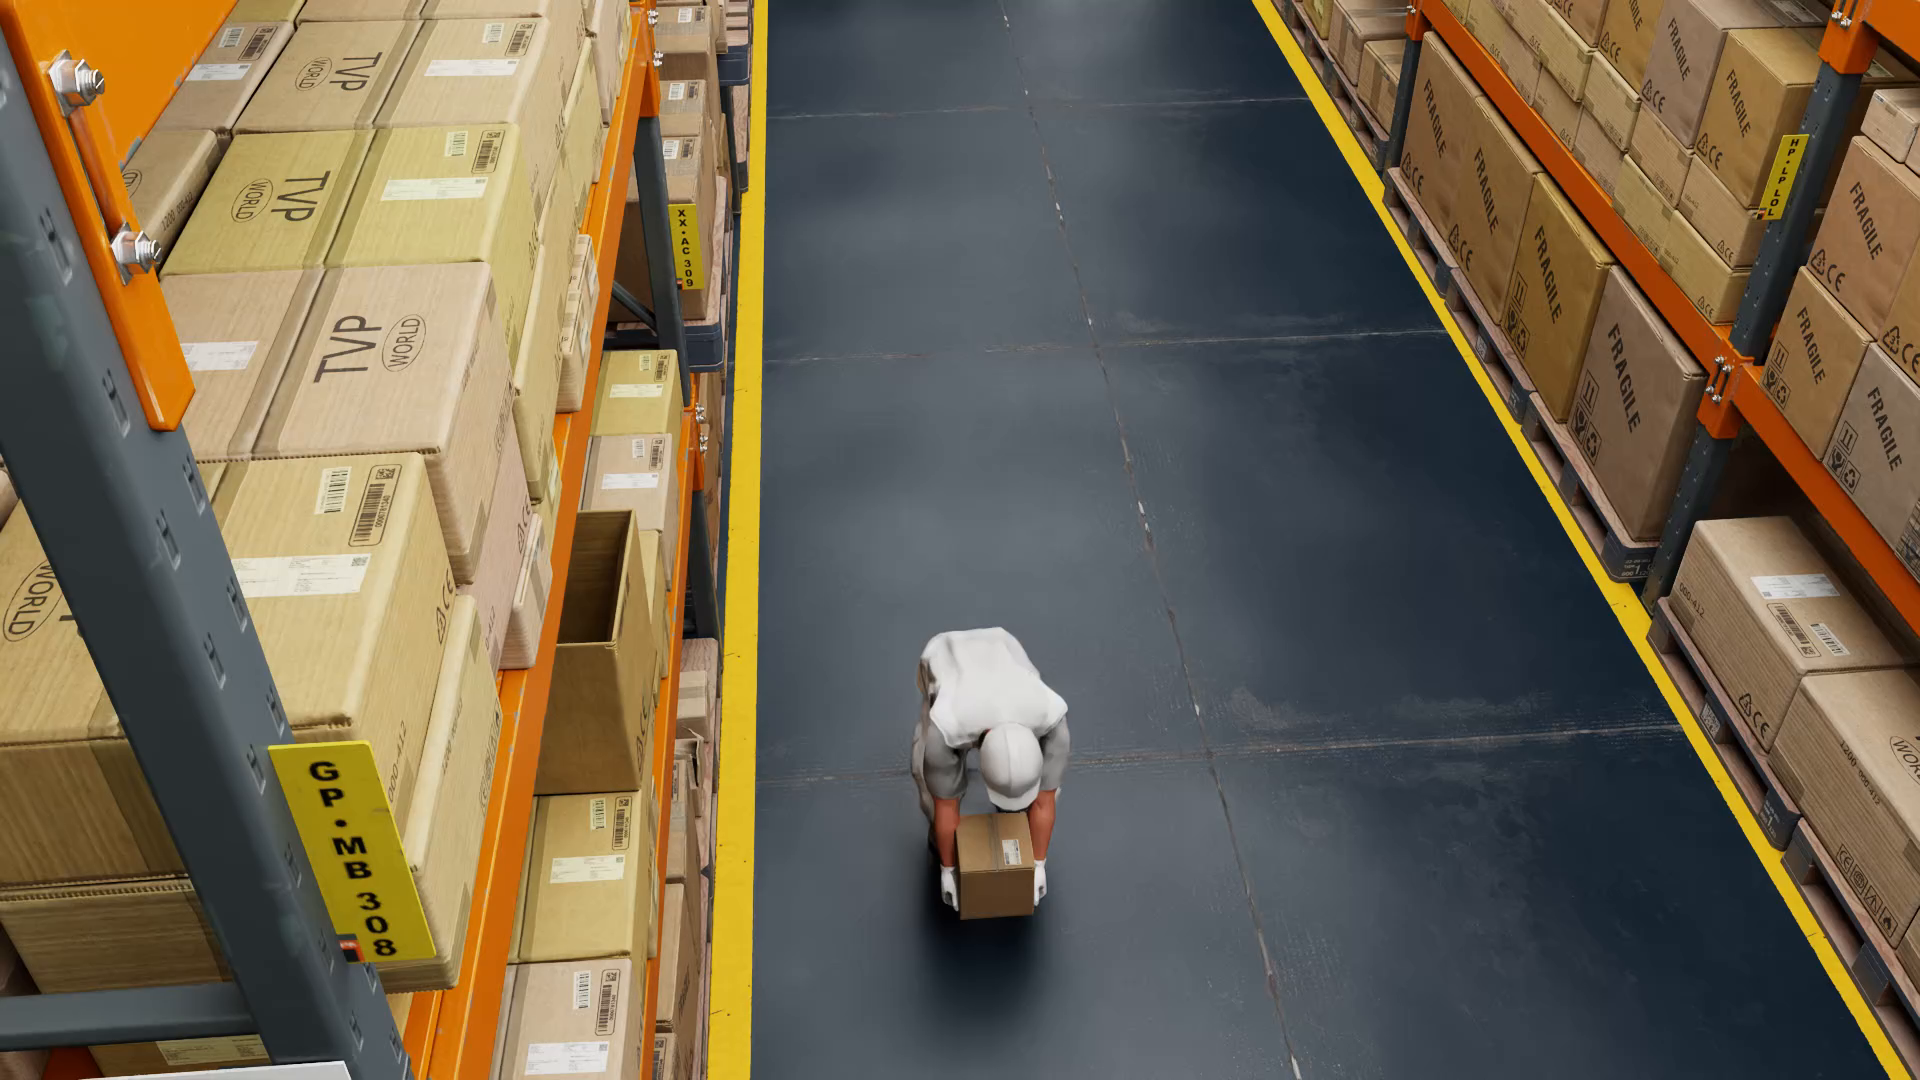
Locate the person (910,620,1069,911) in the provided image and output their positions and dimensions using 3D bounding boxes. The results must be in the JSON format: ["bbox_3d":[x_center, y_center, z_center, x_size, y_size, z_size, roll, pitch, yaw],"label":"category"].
[{"bbox_3d":[0.099,0.783,5.804,0.535,0.985,0.941,-4,39,-6],"label":"person"}]
